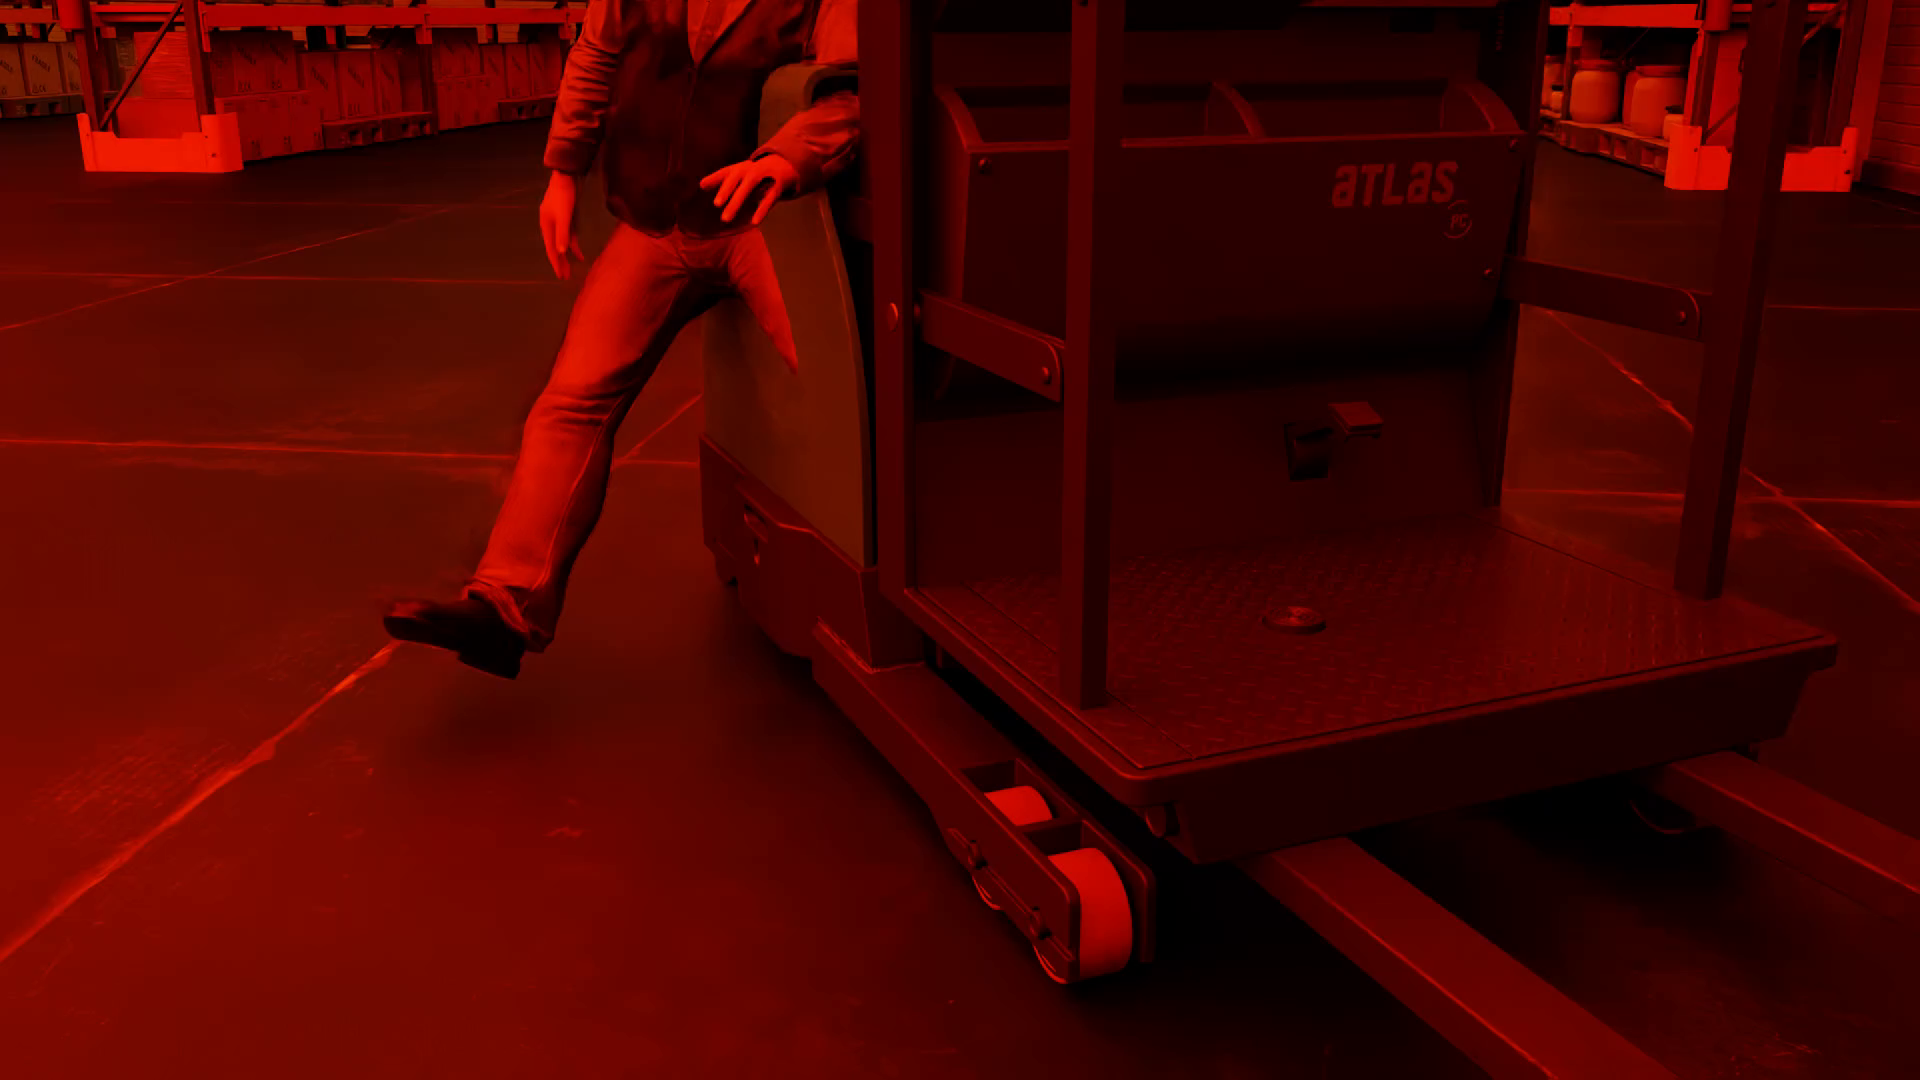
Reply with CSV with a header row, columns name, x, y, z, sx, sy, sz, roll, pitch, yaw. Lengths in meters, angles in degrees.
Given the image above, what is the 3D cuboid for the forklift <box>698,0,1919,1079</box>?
name,x,y,z,sx,sy,sz,roll,pitch,yaw
forklift,0.495,-0.991,2.095,1.130,2.935,3.031,-7,19,-22

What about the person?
name,x,y,z,sx,sy,sz,roll,pitch,yaw
person,-0.423,-0.511,2.804,0.873,1.491,0.946,6,18,18
